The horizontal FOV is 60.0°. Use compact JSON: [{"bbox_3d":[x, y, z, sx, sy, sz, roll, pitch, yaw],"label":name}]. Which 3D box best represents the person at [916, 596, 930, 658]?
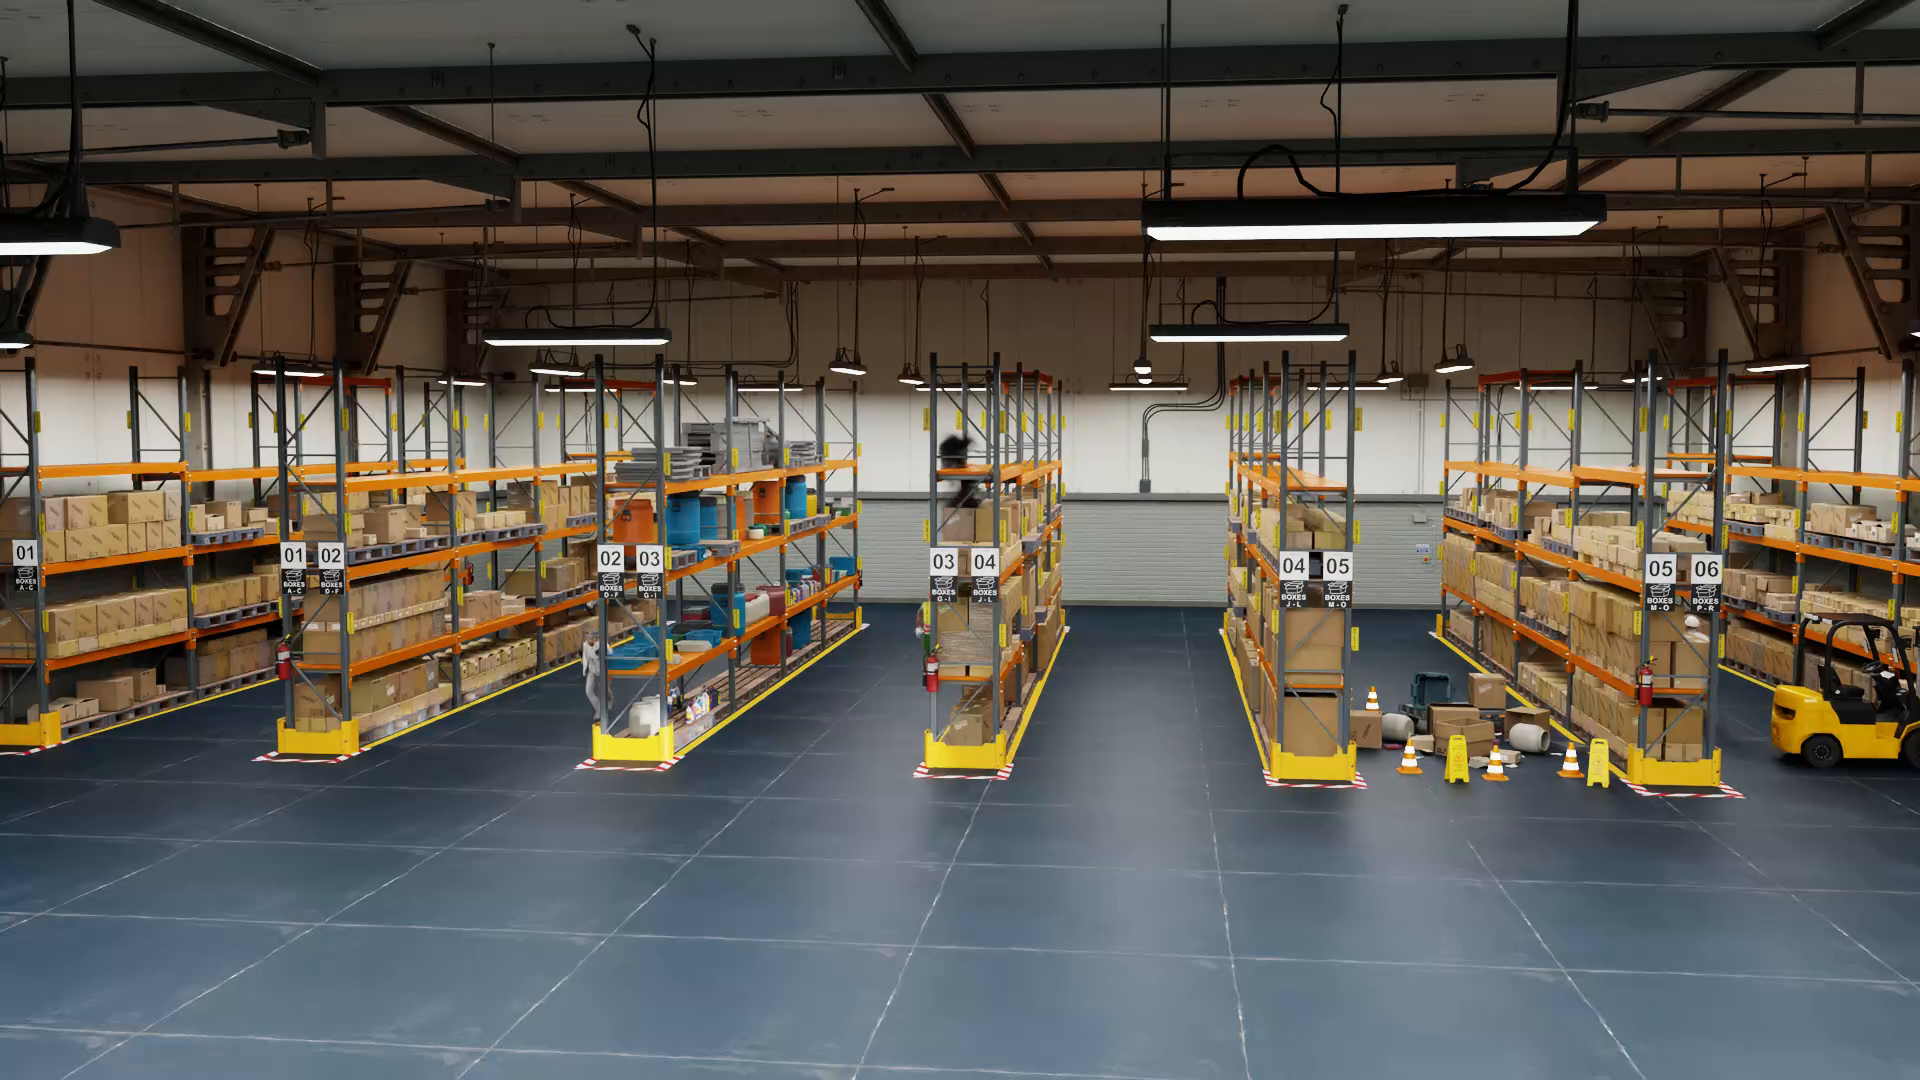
[{"bbox_3d":[-0.526,1.842,32.646,0.662,1.715,0.703,0,4,-6],"label":"person"}]

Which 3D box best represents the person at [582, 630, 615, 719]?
[{"bbox_3d":[-6.112,2.268,28.320,0.614,1.566,0.945,1,4,16],"label":"person"}]

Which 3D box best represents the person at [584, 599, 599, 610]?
[{"bbox_3d":[-9.173,1.171,42.472,1.120,1.590,0.704,3,5,34],"label":"person"}]

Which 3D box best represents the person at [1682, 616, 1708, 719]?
[{"bbox_3d":[12.320,2.164,27.944,0.650,1.748,0.976,0,4,-1],"label":"person"}]
